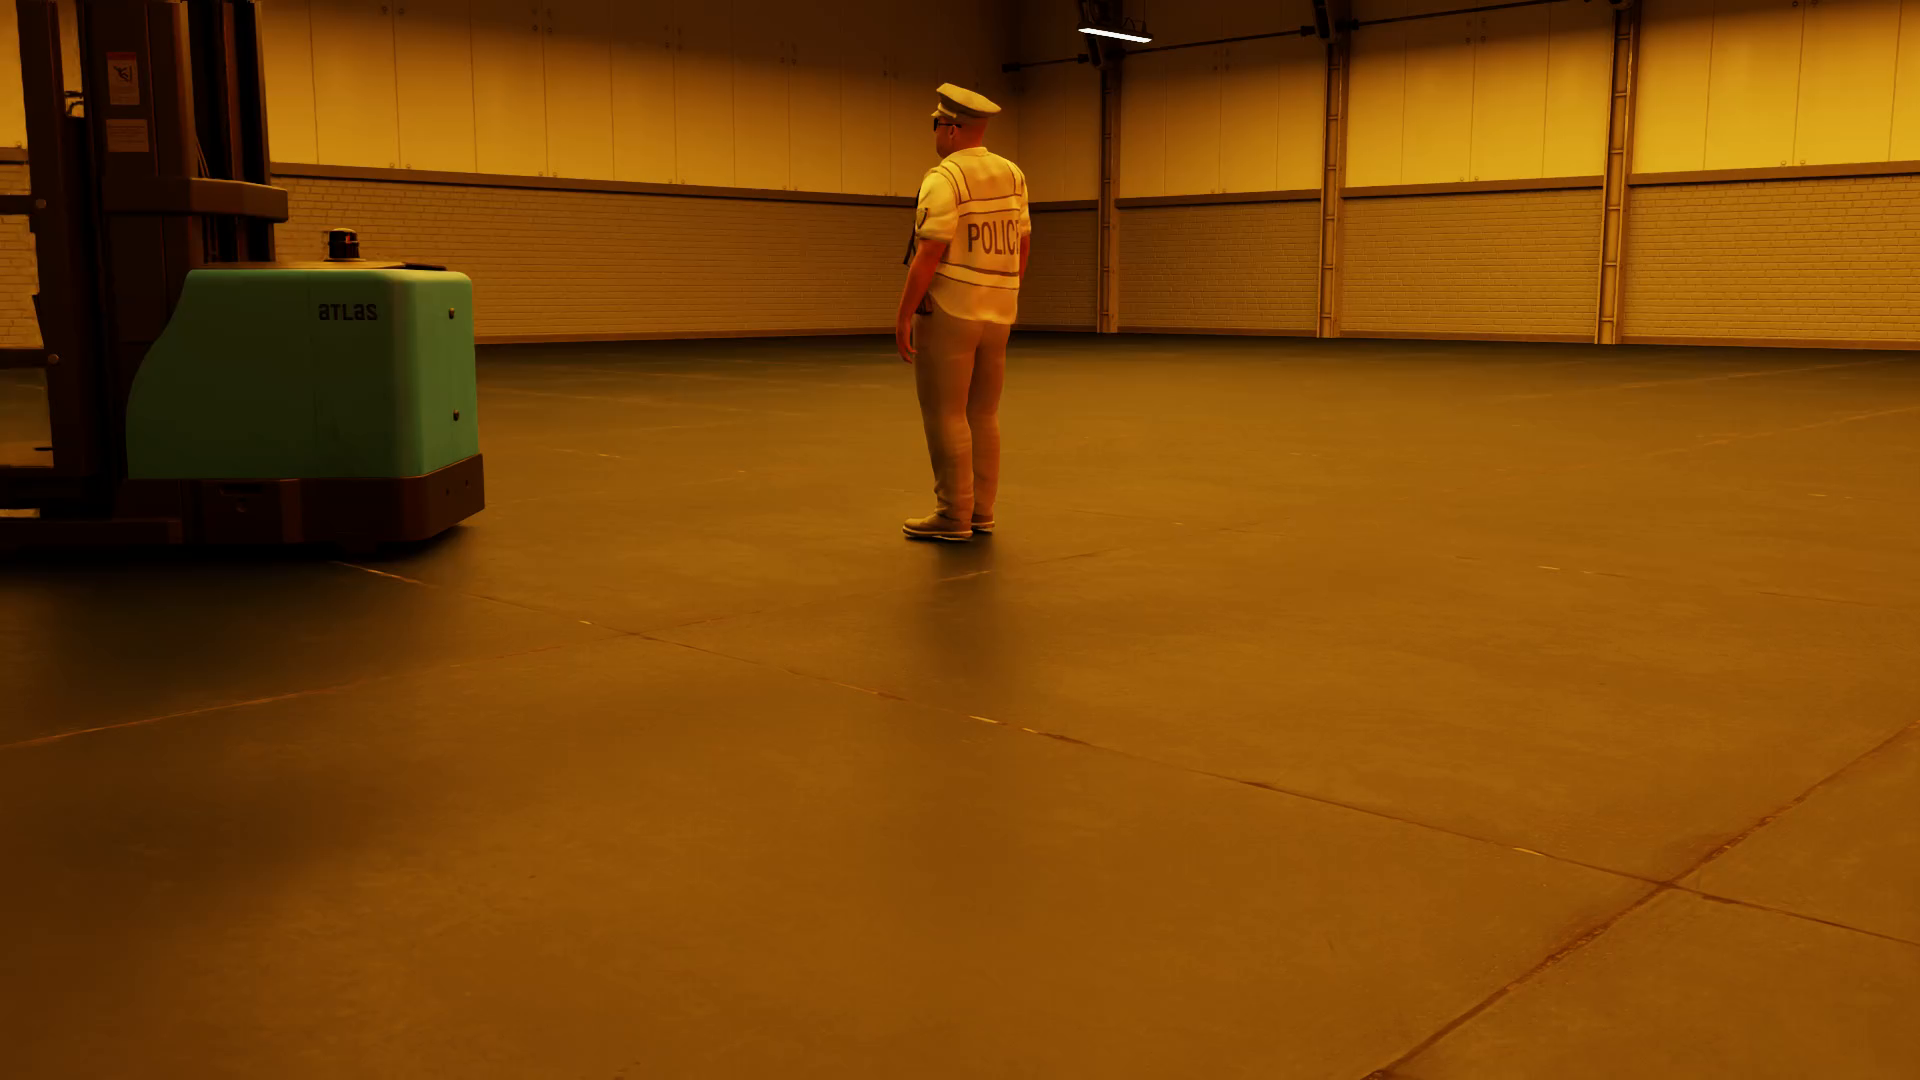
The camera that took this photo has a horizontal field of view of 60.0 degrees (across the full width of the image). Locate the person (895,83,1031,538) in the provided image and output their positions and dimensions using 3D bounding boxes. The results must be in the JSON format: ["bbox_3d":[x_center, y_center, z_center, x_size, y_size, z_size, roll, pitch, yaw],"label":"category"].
[{"bbox_3d":[-0.048,-0.896,6.646,0.574,1.777,0.640,8,12,43],"label":"person"}]

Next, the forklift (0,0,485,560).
[{"bbox_3d":[-3.533,-1.440,6.434,3.031,2.935,1.130,0,9,-2],"label":"forklift"}]
